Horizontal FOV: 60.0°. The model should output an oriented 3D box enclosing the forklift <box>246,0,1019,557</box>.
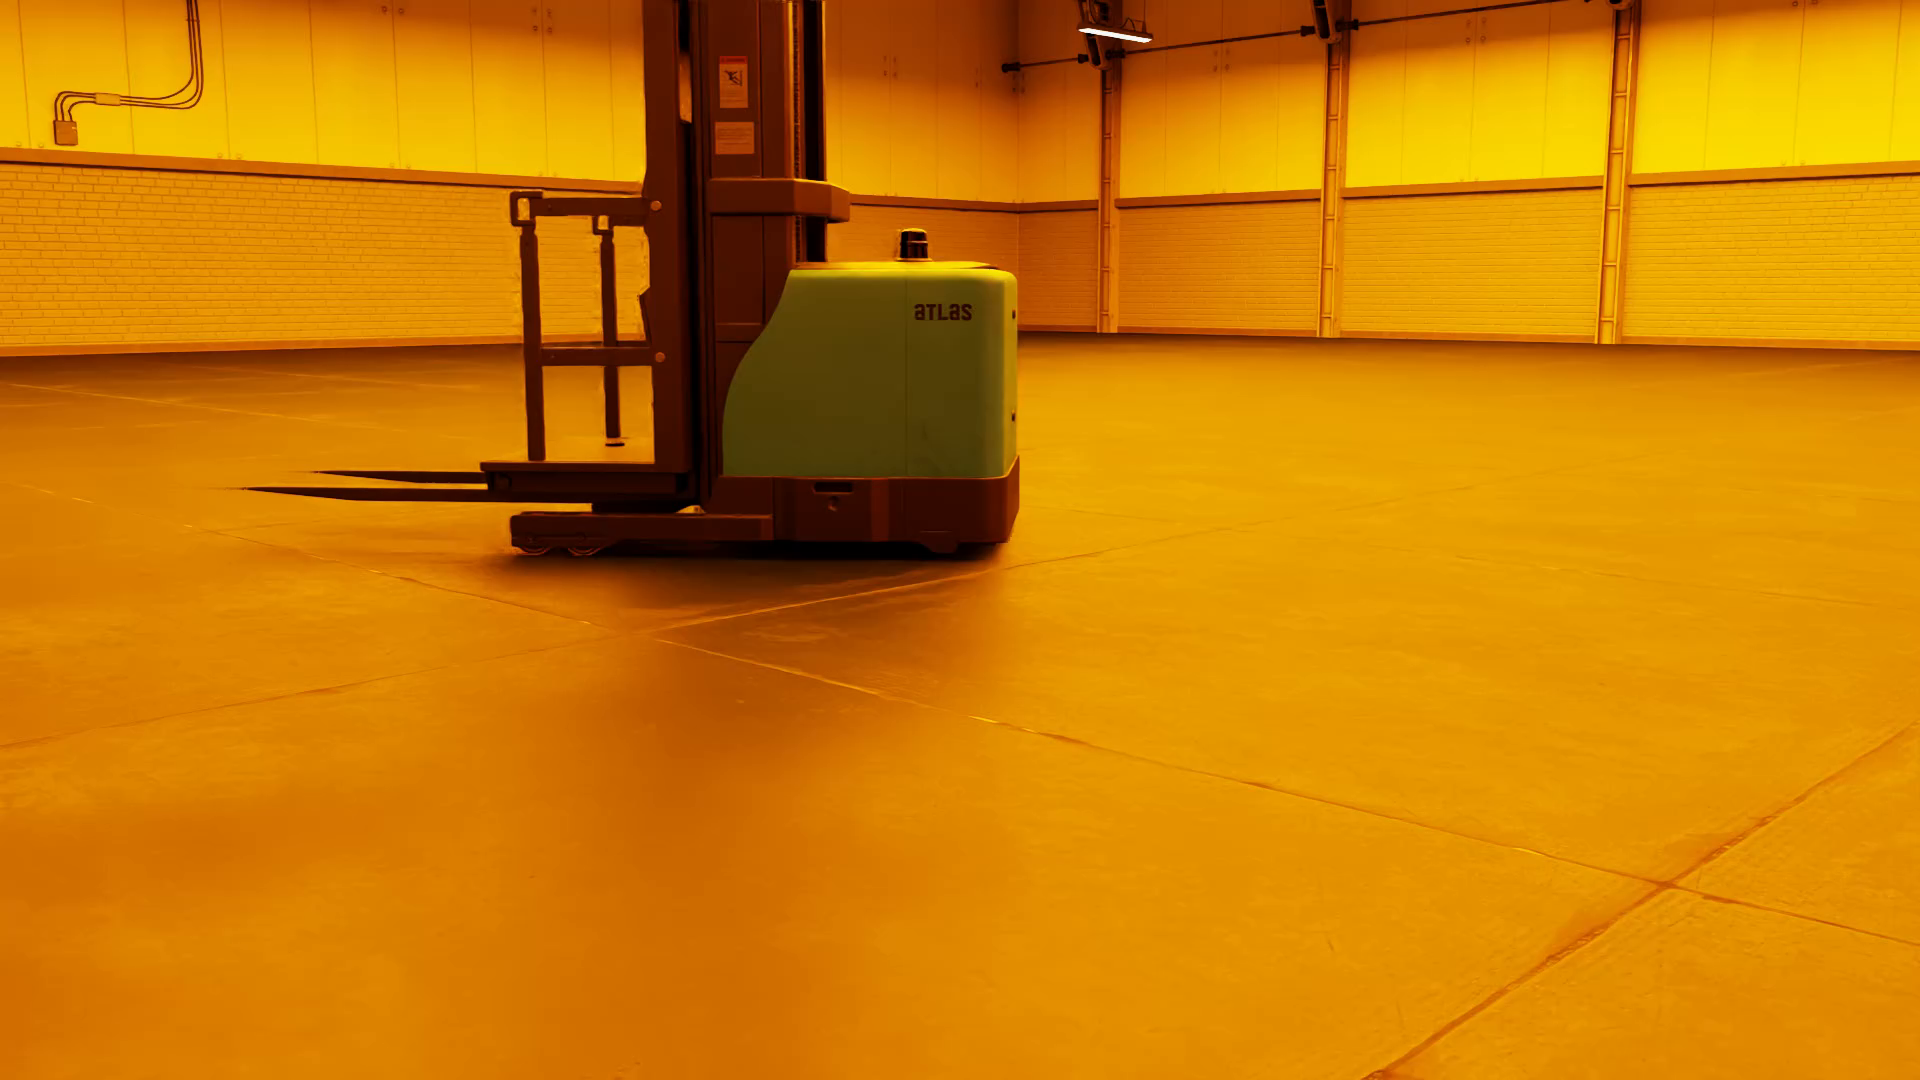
[{"bbox_3d":[-1.294,-1.464,6.596,3.031,2.935,1.130,1,9,5],"label":"forklift"}]
